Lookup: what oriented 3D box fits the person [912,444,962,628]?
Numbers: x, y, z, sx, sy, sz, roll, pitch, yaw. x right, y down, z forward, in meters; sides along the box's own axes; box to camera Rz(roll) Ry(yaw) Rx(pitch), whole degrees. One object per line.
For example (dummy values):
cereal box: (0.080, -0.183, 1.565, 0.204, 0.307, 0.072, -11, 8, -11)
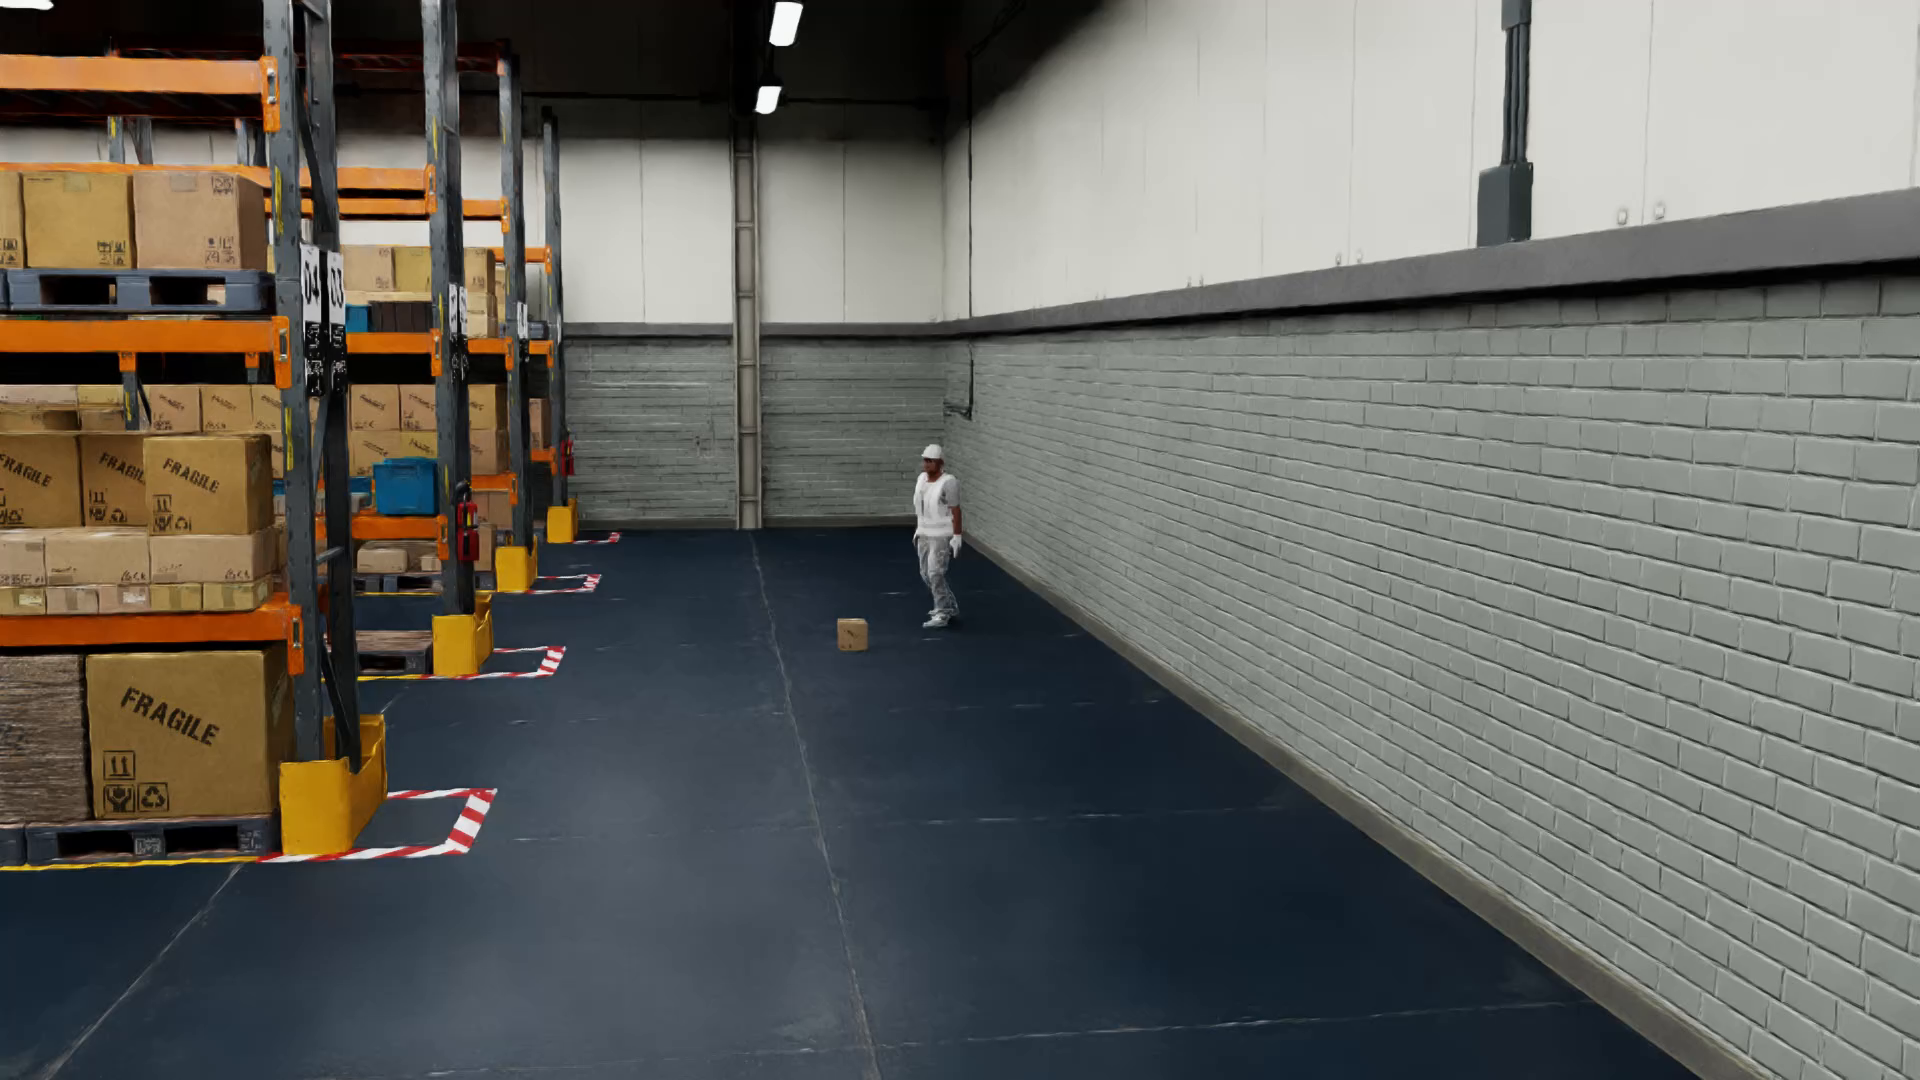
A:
person: (-0.181, -0.046, 16.042, 0.573, 1.765, 0.623, -5, 8, -37)
